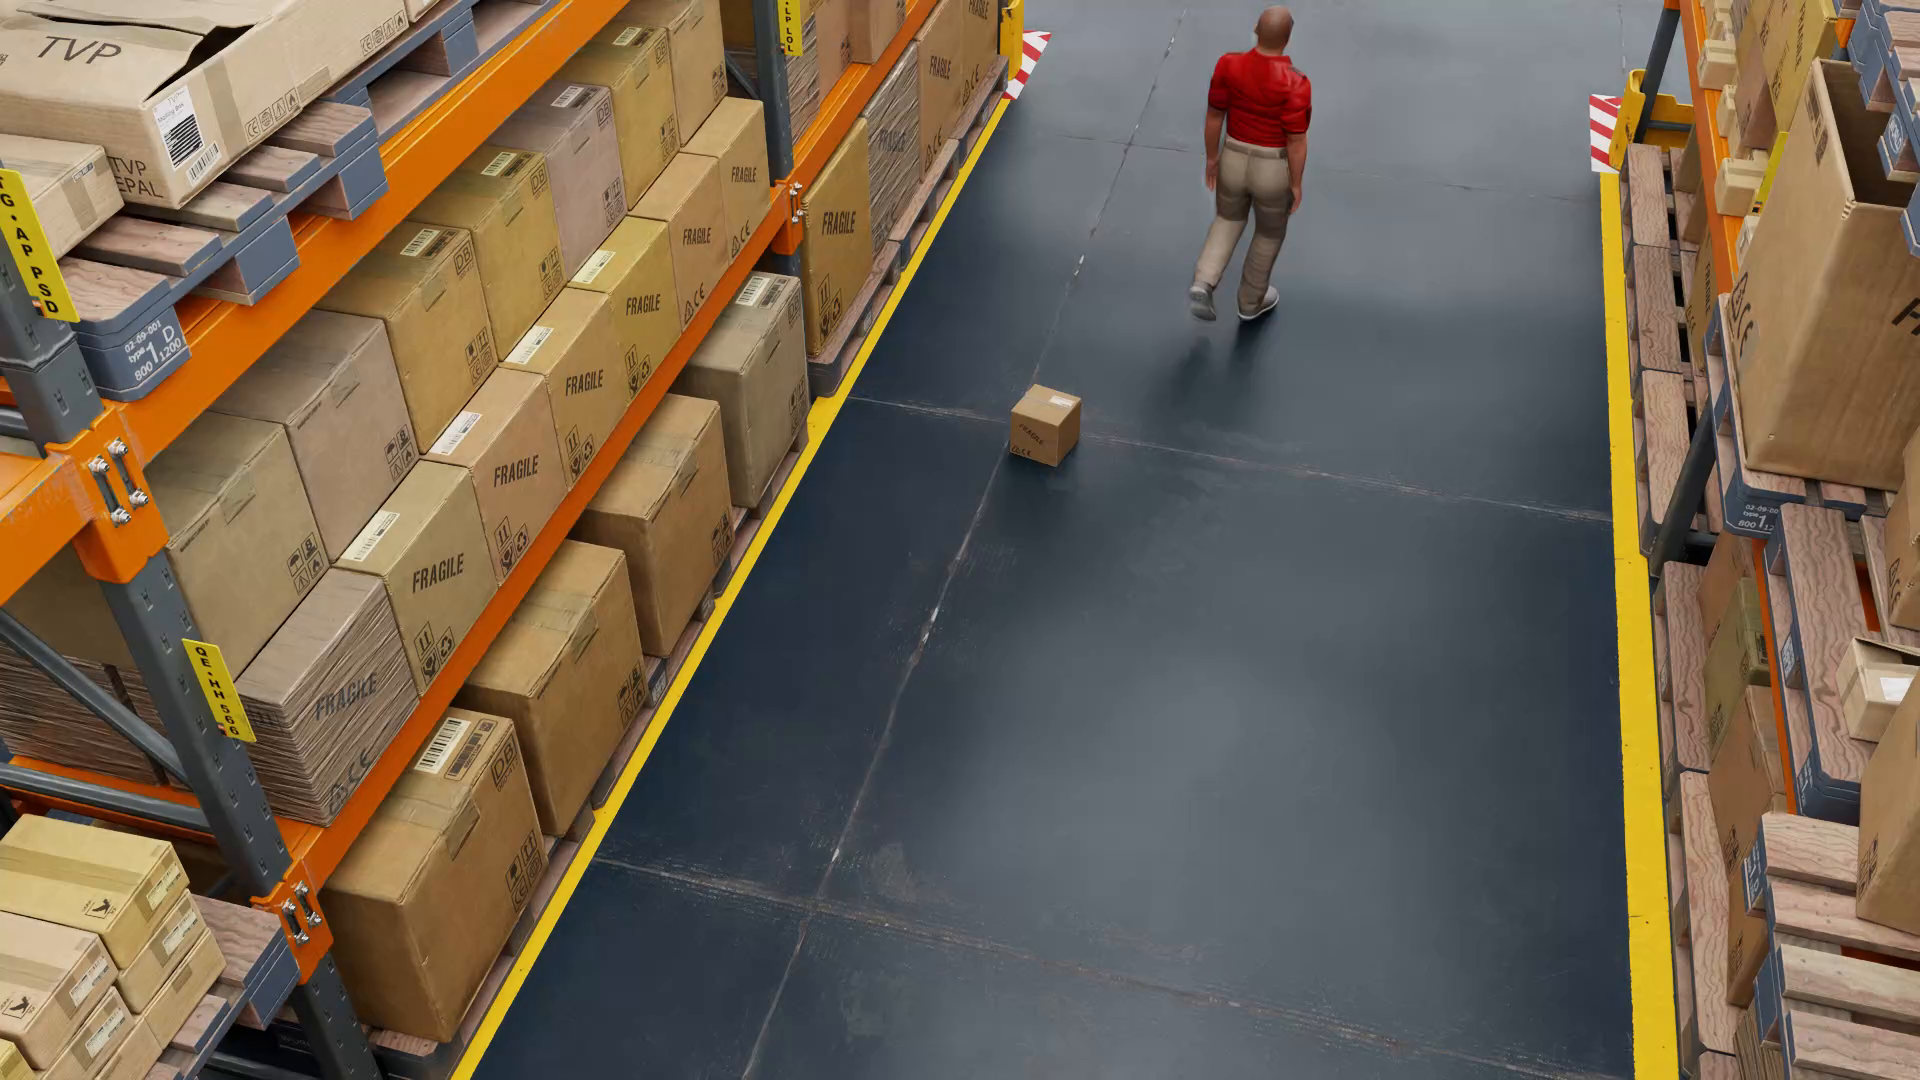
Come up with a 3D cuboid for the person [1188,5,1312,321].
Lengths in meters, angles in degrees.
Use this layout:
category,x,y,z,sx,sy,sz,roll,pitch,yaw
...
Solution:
category,x,y,z,sx,sy,sz,roll,pitch,yaw
person,1.451,-1.832,8.267,0.539,1.709,0.626,24,46,25
